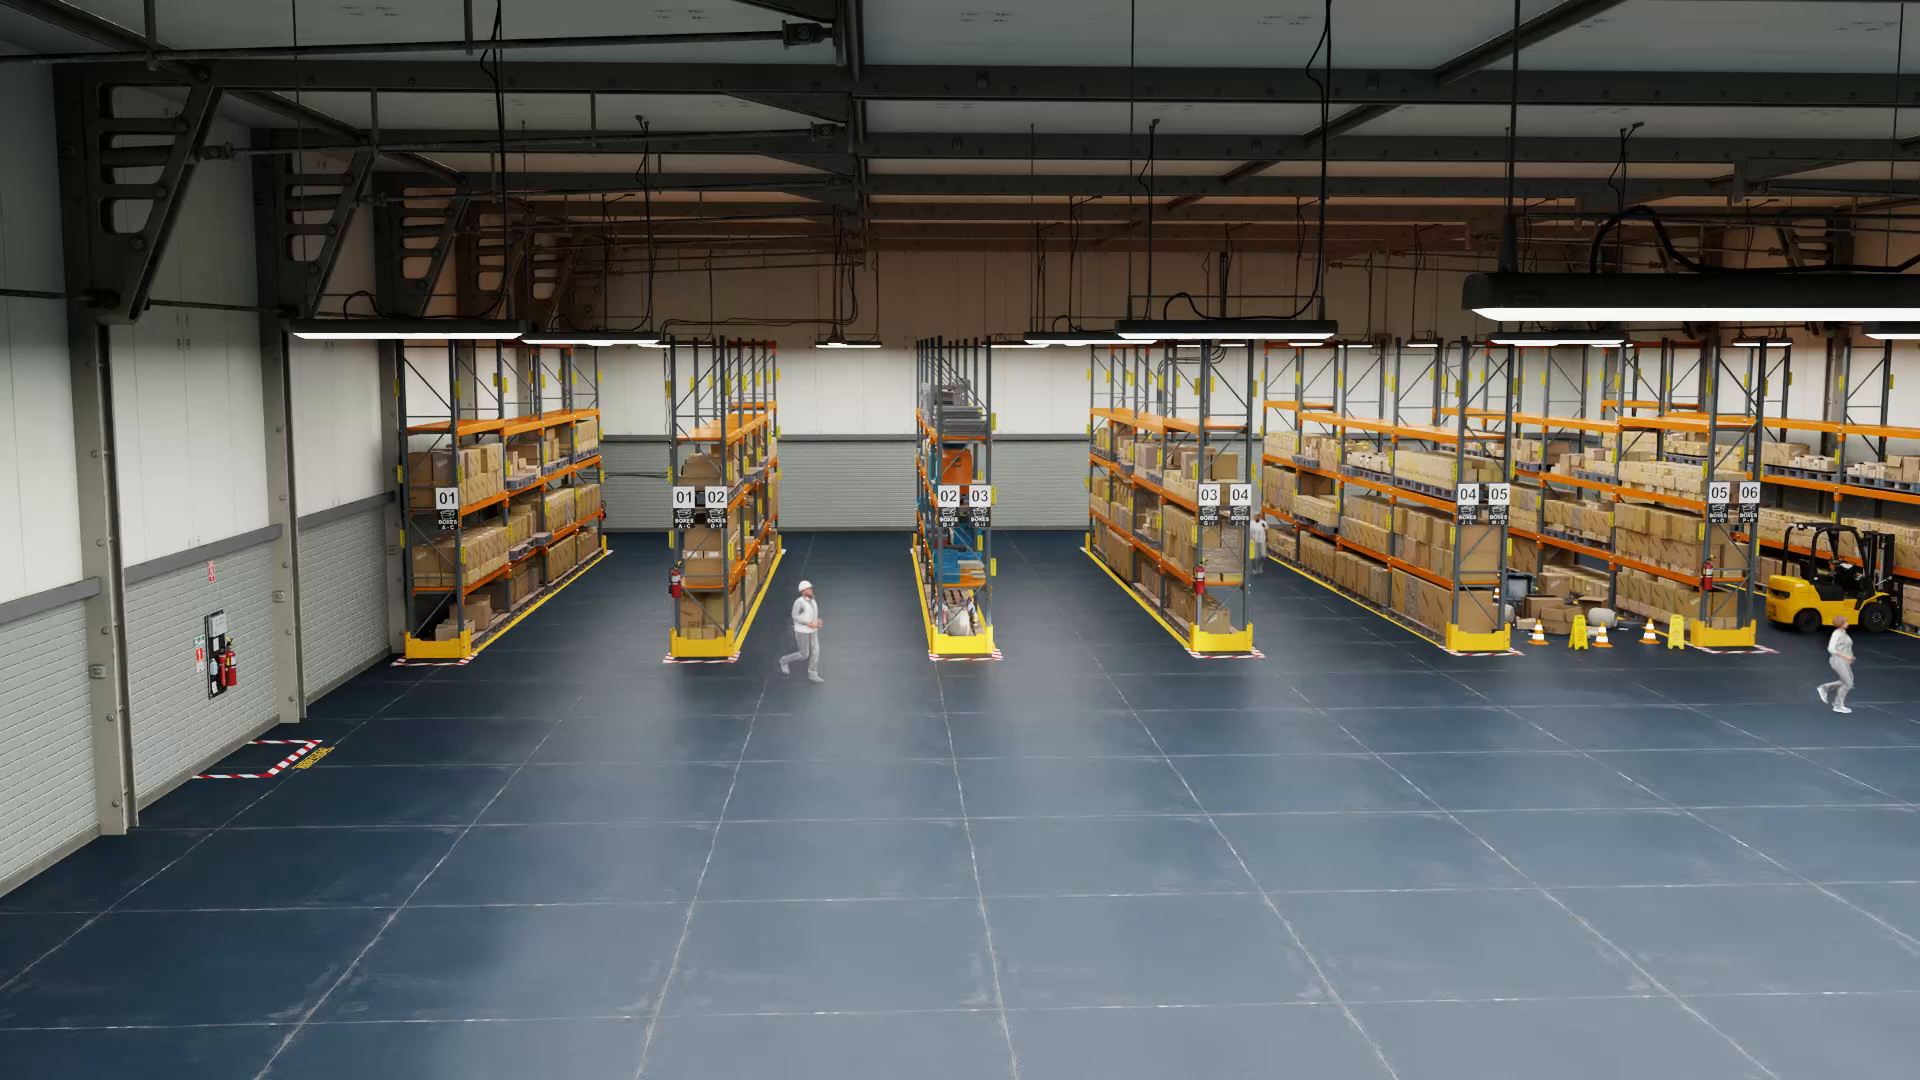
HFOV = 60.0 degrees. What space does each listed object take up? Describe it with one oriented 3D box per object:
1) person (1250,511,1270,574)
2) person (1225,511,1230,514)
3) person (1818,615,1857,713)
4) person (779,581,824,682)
[{"bbox_3d":[7.653,0.077,42.637,0.618,1.617,0.588,0,6,3],"label":"person"},{"bbox_3d":[7.391,-0.515,47.399,0.722,1.787,0.708,2,7,13],"label":"person"},{"bbox_3d":[13.939,1.958,26.422,0.566,1.547,0.534,6,9,42],"label":"person"},{"bbox_3d":[-2.721,1.582,28.958,0.821,1.769,0.669,3,7,28],"label":"person"}]
